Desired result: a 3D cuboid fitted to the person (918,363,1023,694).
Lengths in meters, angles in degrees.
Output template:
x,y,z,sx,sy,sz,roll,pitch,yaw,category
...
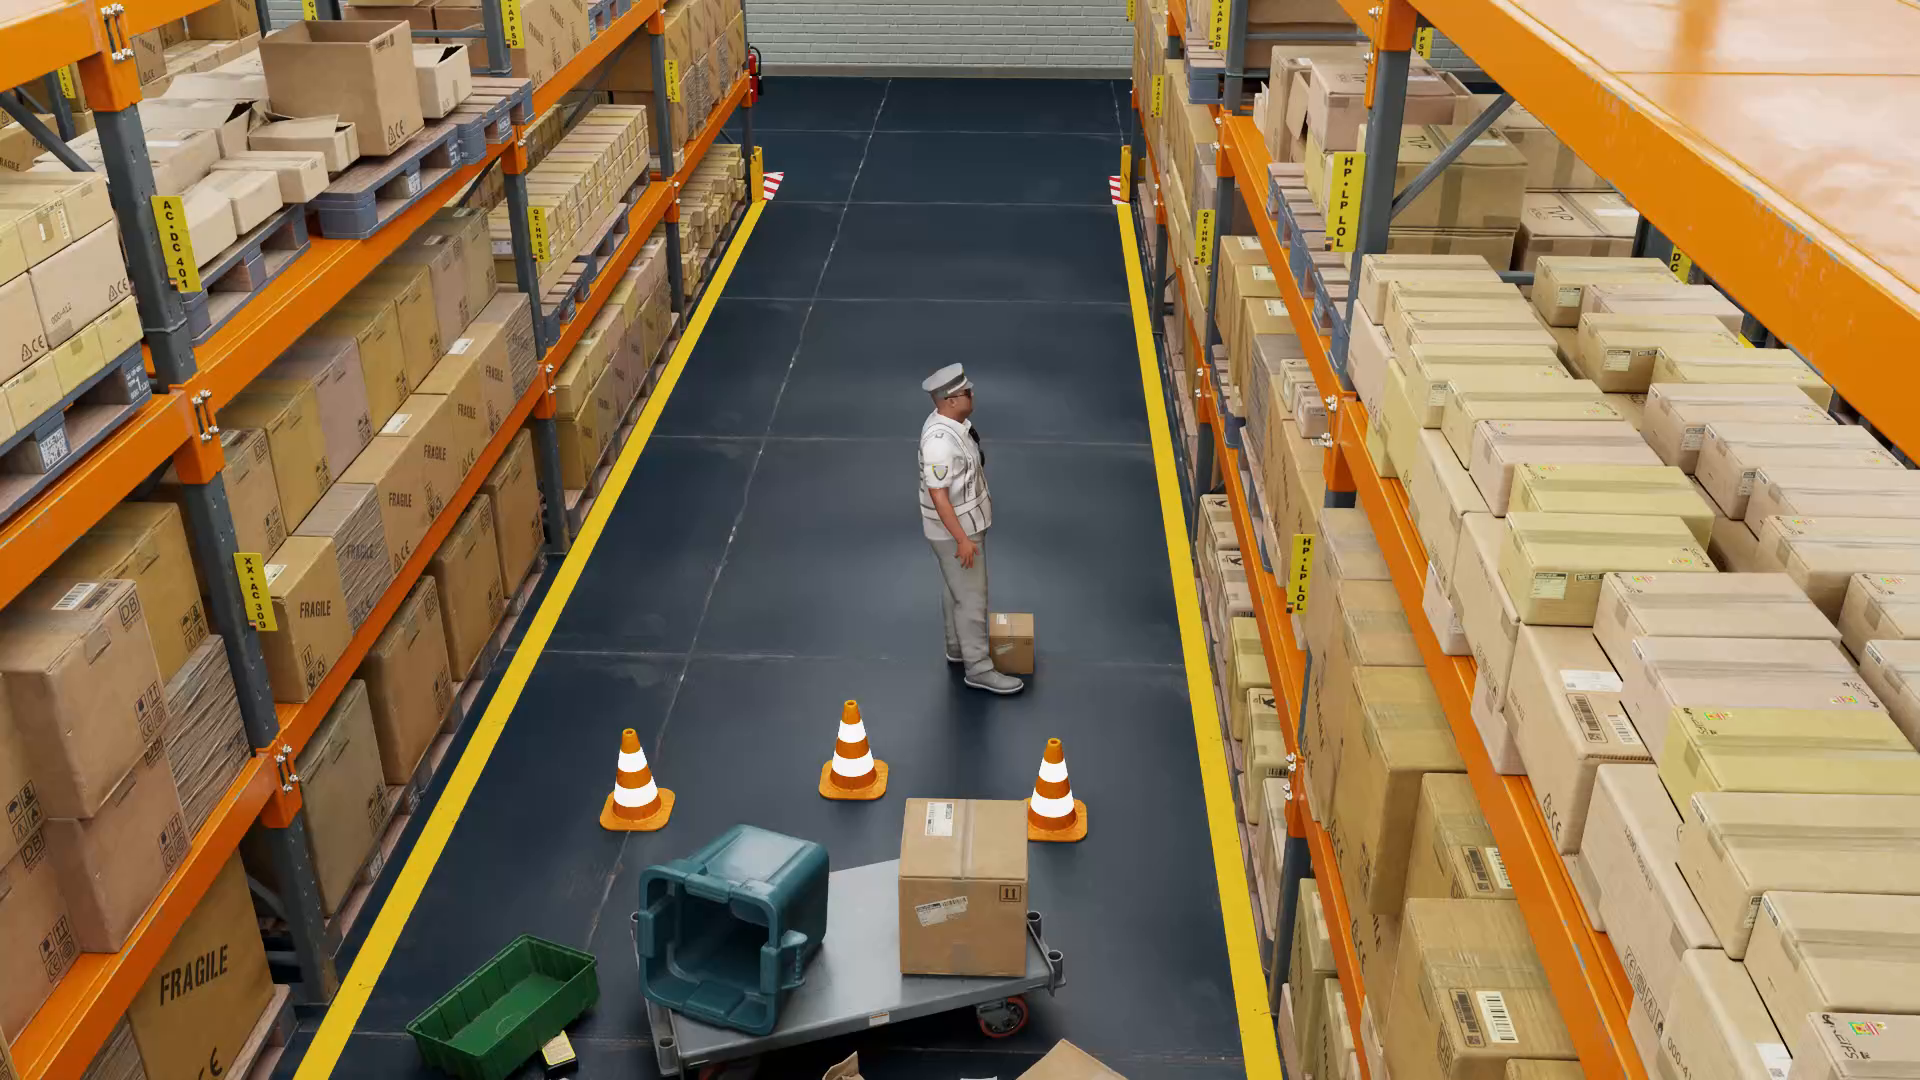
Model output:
x,y,z,sx,sy,sz,roll,pitch,yaw,category
0.071,-0.091,8.970,0.575,1.780,0.640,1,28,2,person
